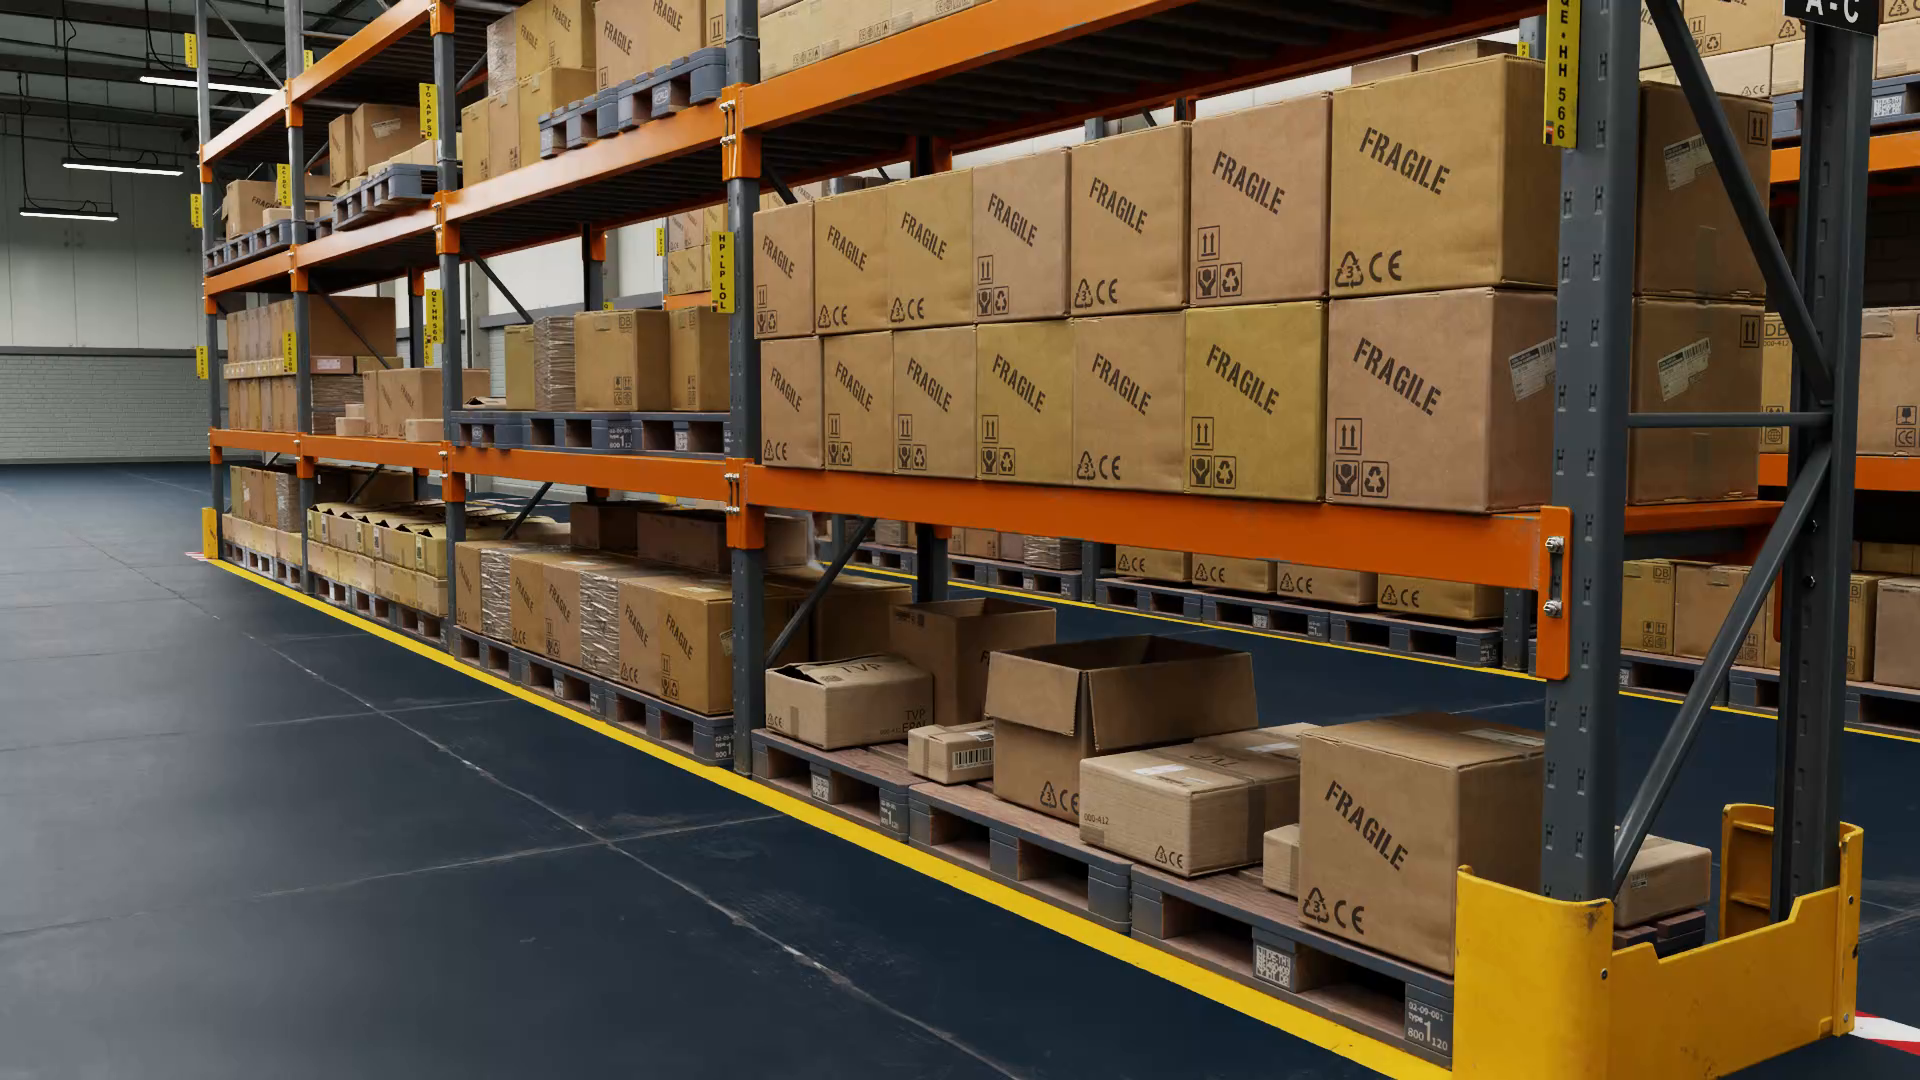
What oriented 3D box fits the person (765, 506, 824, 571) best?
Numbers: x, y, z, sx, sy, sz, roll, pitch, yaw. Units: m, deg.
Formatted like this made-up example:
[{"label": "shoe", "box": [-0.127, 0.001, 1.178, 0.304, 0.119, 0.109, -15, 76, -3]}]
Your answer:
[{"label": "person", "box": [-1.100, -0.222, 10.754, 0.568, 1.743, 0.813, -3, 5, -29]}]
